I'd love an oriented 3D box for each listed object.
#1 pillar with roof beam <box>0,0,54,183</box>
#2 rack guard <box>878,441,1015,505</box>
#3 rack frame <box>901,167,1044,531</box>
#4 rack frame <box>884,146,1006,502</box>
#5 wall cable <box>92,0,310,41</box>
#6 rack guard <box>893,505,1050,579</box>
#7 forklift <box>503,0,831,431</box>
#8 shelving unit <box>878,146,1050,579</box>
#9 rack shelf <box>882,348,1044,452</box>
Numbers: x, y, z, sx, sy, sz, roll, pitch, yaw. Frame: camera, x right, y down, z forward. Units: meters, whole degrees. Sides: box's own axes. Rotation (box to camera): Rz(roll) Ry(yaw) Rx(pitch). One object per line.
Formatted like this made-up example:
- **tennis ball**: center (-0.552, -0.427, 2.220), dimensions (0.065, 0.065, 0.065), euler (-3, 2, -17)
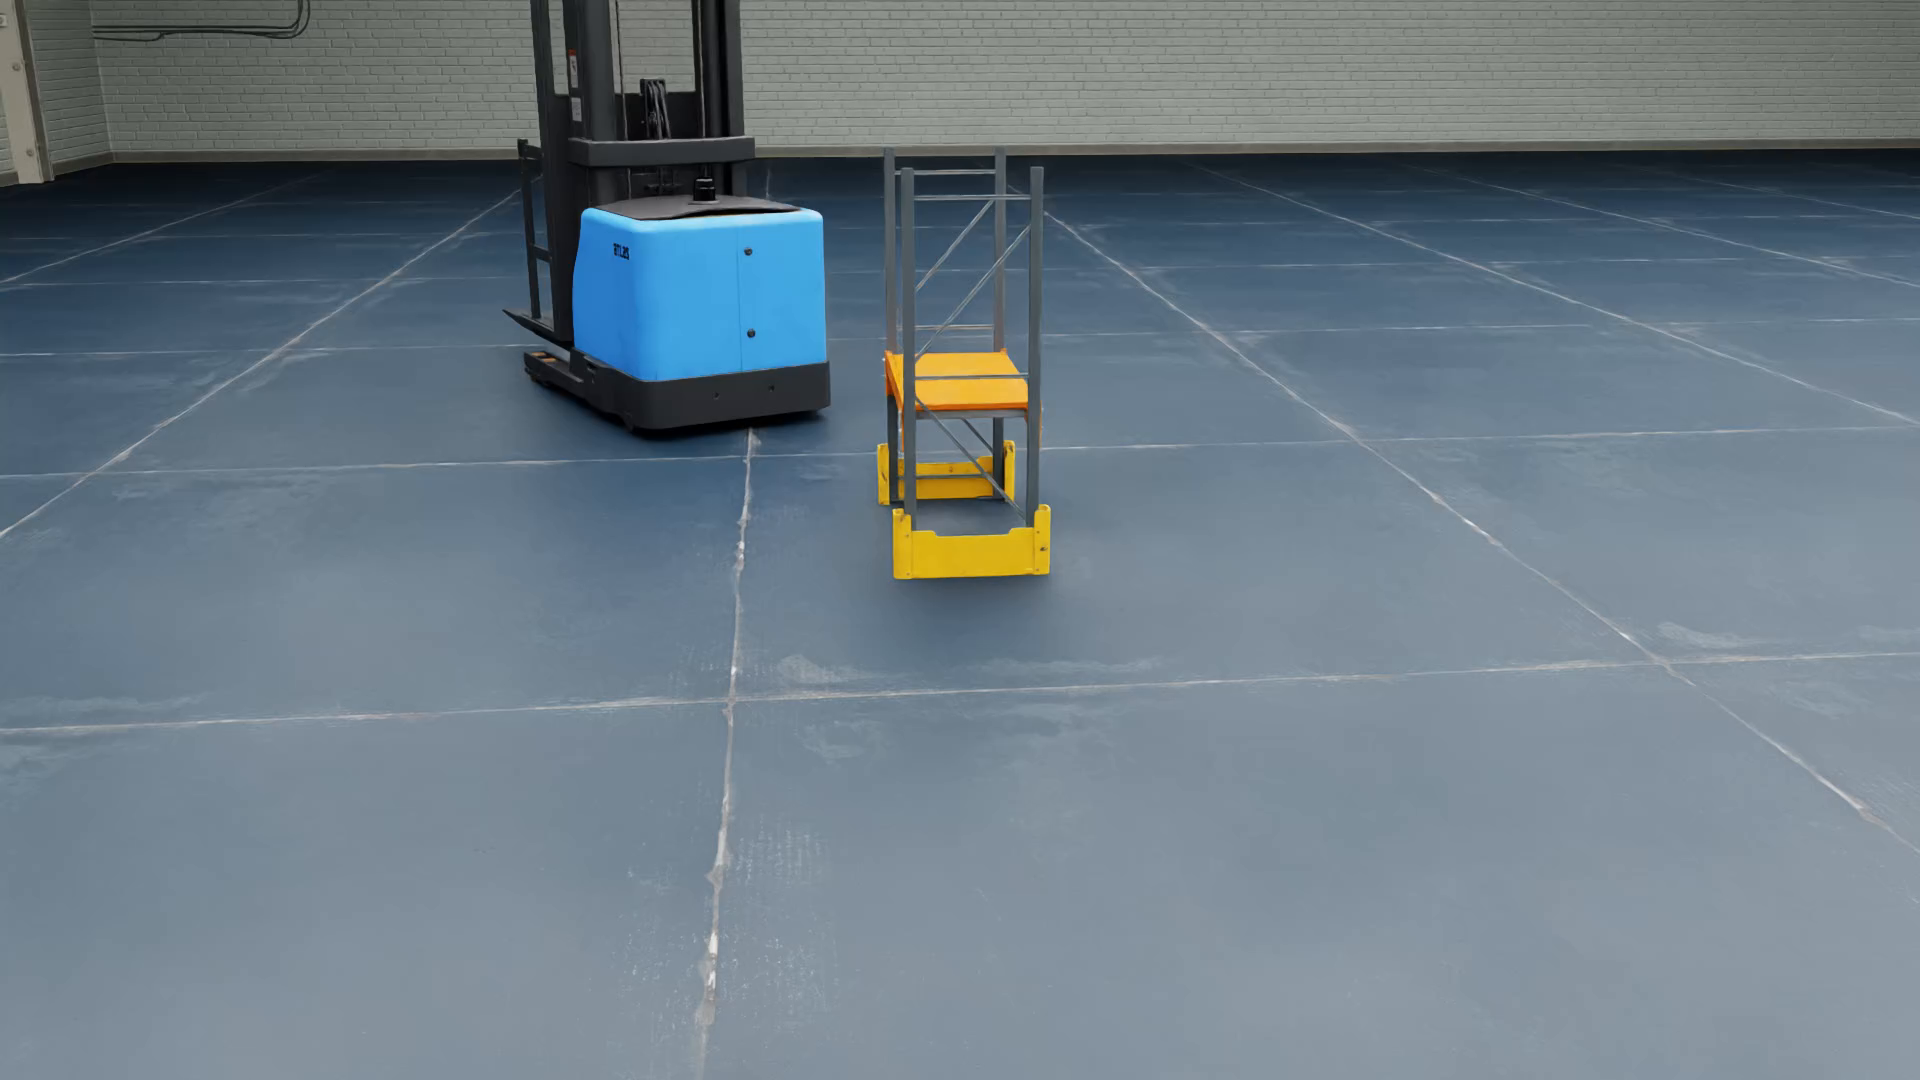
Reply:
- **pillar with roof beam**: center (-7.541, -9.008, 20.346), dimensions (9.100, 9.000, 0.400), euler (-2, 18, -6)
- **rack guard**: center (-0.059, -0.290, 7.185), dimensions (0.587, 0.250, 0.087), euler (-2, 18, -6)
- **rack frame**: center (0.044, -0.590, 6.051), dimensions (0.500, 1.500, 0.032), euler (-2, 18, -6)
- **rack frame**: center (-0.061, -0.892, 7.016), dimensions (0.500, 1.500, 0.032), euler (-2, 18, -6)
- **wall cable**: center (-10.812, -8.312, 23.313), dimensions (3.097, 2.526, 0.112), euler (-2, 18, -6)
- **rack guard**: center (0.043, 0.006, 6.239), dimensions (0.587, 0.250, 0.087), euler (-2, 18, -6)
- **forklift**: center (-1.863, -2.332, 9.211), dimensions (1.130, 2.935, 3.031), euler (-10, 20, -29)
- **shelving unit**: center (-0.008, -0.738, 6.525), dimensions (0.587, 1.500, 1.083), euler (-2, 18, -6)
- **rack shelf**: center (-0.009, -0.569, 6.587), dimensions (0.538, 0.185, 1.000), euler (-2, 18, -6)
